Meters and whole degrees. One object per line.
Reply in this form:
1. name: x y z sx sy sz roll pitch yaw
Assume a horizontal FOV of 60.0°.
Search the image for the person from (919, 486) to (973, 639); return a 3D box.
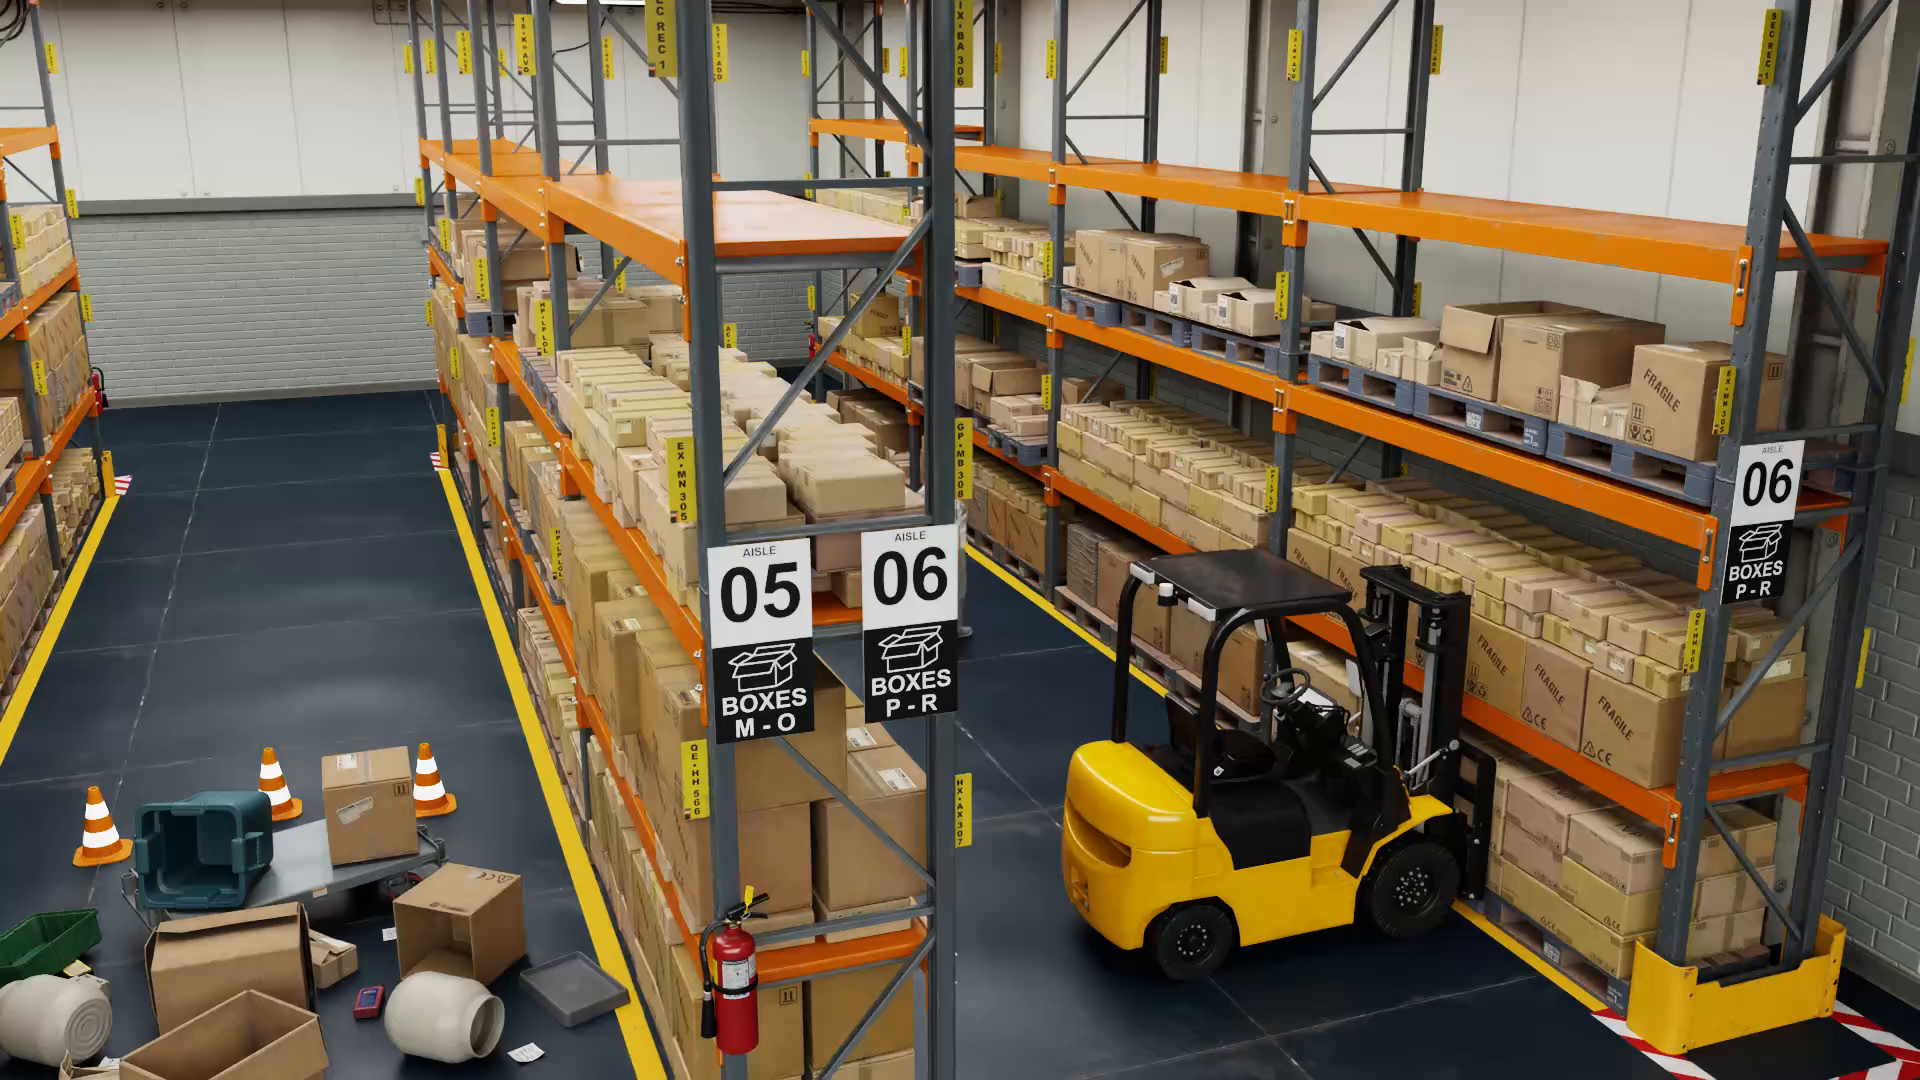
1. person: -0.156 0.087 14.670 0.597 1.647 0.504 -15 22 -43
